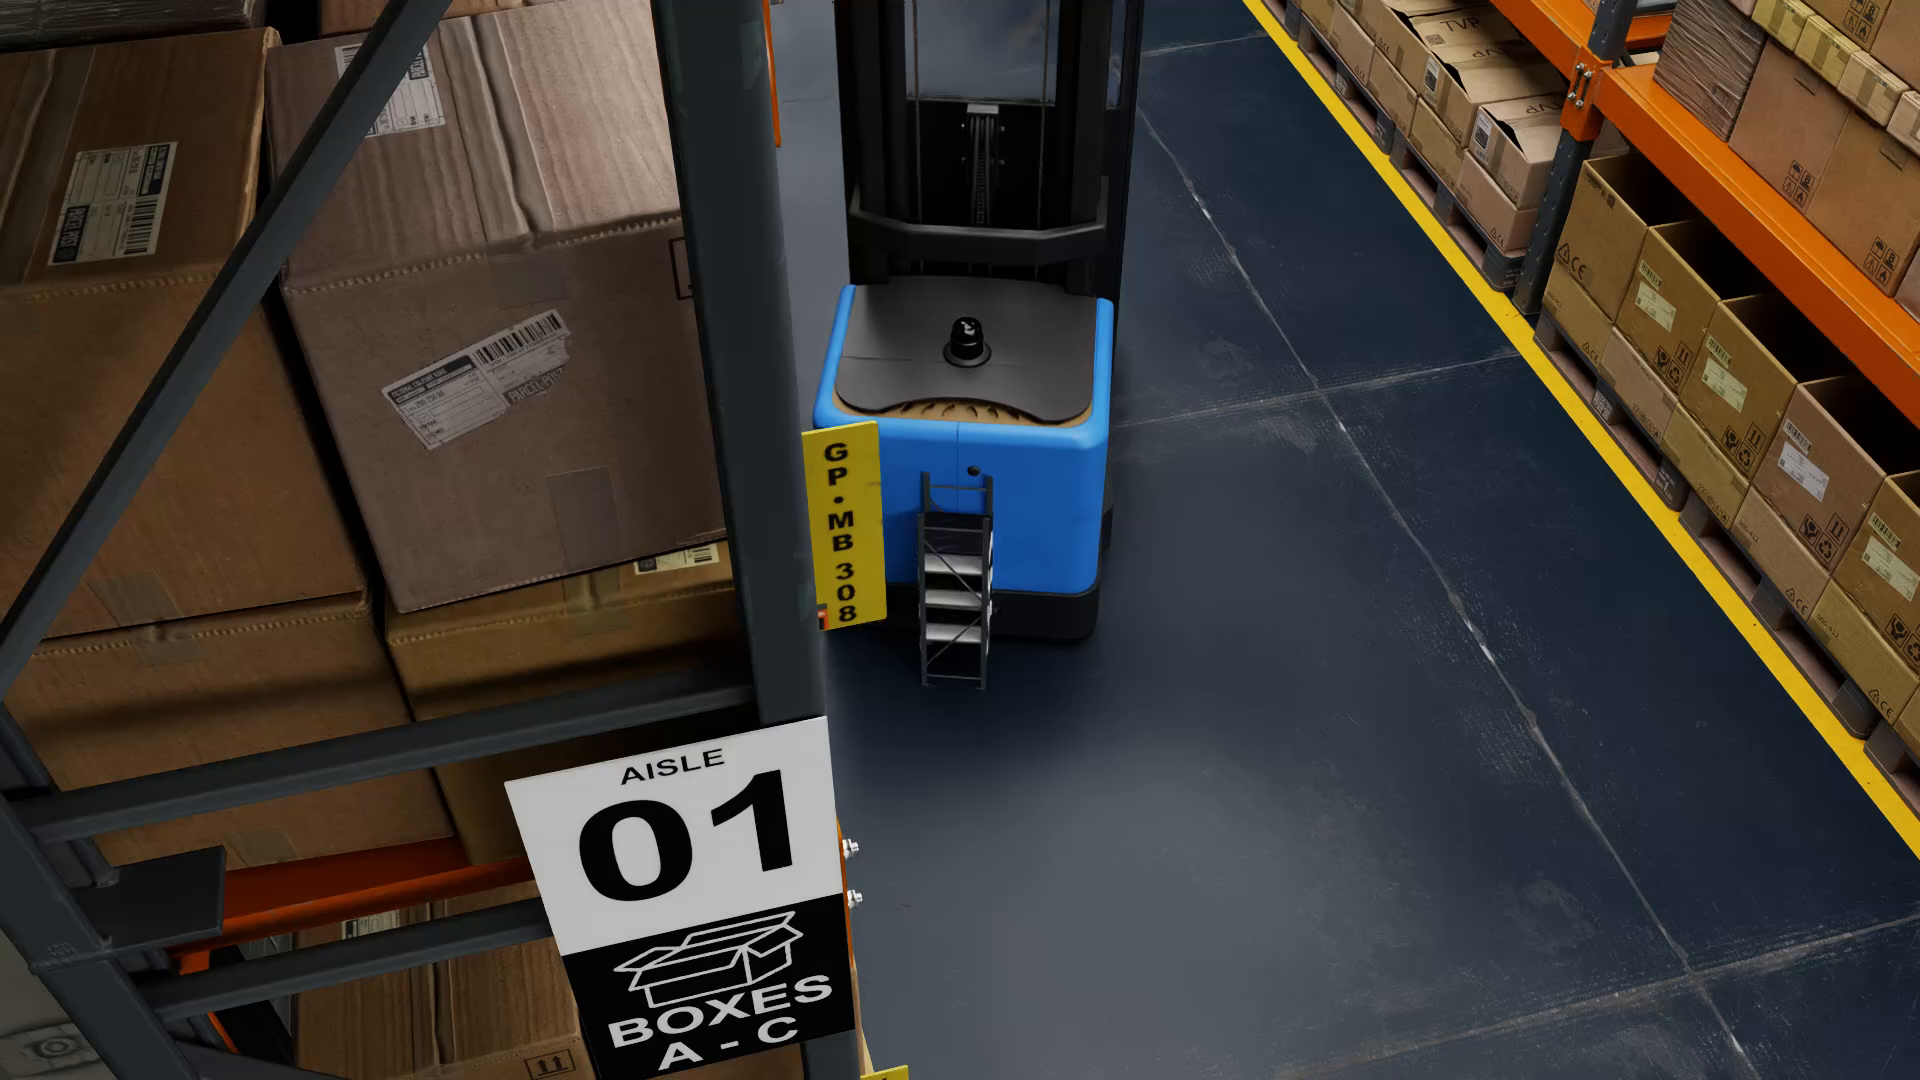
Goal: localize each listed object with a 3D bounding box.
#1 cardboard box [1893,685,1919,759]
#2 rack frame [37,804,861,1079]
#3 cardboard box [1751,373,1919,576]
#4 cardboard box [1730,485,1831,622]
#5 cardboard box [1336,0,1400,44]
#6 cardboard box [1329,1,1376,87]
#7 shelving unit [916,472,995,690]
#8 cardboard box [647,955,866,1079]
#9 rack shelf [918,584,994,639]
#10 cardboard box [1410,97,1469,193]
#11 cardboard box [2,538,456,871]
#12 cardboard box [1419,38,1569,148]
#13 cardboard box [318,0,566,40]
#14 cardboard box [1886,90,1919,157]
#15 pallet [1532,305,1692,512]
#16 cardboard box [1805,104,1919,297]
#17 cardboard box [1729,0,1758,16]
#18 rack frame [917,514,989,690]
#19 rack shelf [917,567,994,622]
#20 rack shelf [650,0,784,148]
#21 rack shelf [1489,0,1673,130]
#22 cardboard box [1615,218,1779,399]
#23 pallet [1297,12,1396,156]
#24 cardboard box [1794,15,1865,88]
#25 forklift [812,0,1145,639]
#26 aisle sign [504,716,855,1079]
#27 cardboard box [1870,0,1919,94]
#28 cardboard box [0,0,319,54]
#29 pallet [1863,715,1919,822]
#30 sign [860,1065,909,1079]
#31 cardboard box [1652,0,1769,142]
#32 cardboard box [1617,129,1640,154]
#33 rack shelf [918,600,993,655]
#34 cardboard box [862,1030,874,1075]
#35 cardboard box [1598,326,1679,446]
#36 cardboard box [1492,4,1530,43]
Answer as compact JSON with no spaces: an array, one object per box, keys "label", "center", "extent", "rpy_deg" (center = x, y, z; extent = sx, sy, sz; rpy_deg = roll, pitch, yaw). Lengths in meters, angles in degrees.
[{"label":"cardboard box","center":[3.561,0.694,5.601],"extent":[0.500,0.250,0.500],"rpy_deg":[-11,47,-10]},{"label":"rack frame","center":[-0.664,1.446,3.232],"extent":[1.000,3.000,0.127],"rpy_deg":[-11,47,-10]},{"label":"cardboard box","center":[3.302,-0.258,6.009],"extent":[0.500,0.500,0.500],"rpy_deg":[-11,47,-10]},{"label":"cardboard box","center":[3.305,0.004,6.277],"extent":[0.500,0.250,0.500],"rpy_deg":[-11,47,-10]},{"label":"cardboard box","center":[2.329,-2.882,8.713],"extent":[0.500,0.311,0.500],"rpy_deg":[-11,47,-11]},{"label":"cardboard box","center":[2.325,-2.696,8.923],"extent":[0.500,0.250,0.500],"rpy_deg":[-10,46,-10]},{"label":"shelving unit","center":[-0.014,0.164,5.960],"extent":[0.258,0.900,0.210],"rpy_deg":[4,46,4]},{"label":"cardboard box","center":[-0.496,0.845,3.388],"extent":[0.500,0.500,0.500],"rpy_deg":[-11,47,-10]},{"label":"rack shelf","center":[-0.014,0.250,6.048],"extent":[0.258,0.077,0.200],"rpy_deg":[4,46,4]},{"label":"cardboard box","center":[2.585,-1.991,8.232],"extent":[0.500,0.250,0.500],"rpy_deg":[-11,47,-11]},{"label":"cardboard box","center":[-1.016,0.113,2.355],"extent":[0.500,0.500,0.500],"rpy_deg":[-8,46,-7]},{"label":"cardboard box","center":[2.579,-2.190,8.034],"extent":[0.500,0.311,0.500],"rpy_deg":[-10,46,-9]},{"label":"cardboard box","center":[-0.608,-0.662,2.414],"extent":[0.500,0.500,0.500],"rpy_deg":[-11,47,-11]},{"label":"cardboard box","center":[3.315,-1.376,5.474],"extent":[0.380,0.149,0.250],"rpy_deg":[-12,47,-11]},{"label":"pallet","center":[3.263,-0.691,7.279],"extent":[1.003,0.211,1.213],"rpy_deg":[-11,47,-10]},{"label":"cardboard box","center":[3.485,-1.243,5.798],"extent":[0.700,0.500,0.500],"rpy_deg":[-10,46,-10]},{"label":"cardboard box","center":[3.045,-2.092,6.175],"extent":[0.380,0.149,0.250],"rpy_deg":[-10,46,-10]},{"label":"rack frame","center":[-0.023,0.236,5.889],"extent":[0.240,0.900,0.006],"rpy_deg":[4,46,4]},{"label":"rack shelf","center":[-0.014,0.187,5.983],"extent":[0.258,0.077,0.200],"rpy_deg":[4,46,4]},{"label":"rack shelf","center":[-1.176,-1.781,2.701],"extent":[1.077,0.370,4.000],"rpy_deg":[-11,47,-10]},{"label":"rack shelf","center":[2.587,-3.353,8.439],"extent":[1.077,0.370,4.000],"rpy_deg":[-11,47,-10]},{"label":"cardboard box","center":[3.051,-0.950,6.686],"extent":[0.500,0.500,0.500],"rpy_deg":[-11,47,-10]},{"label":"pallet","center":[2.557,-2.593,9.143],"extent":[1.003,0.211,1.213],"rpy_deg":[-11,47,-10]},{"label":"cardboard box","center":[3.182,-1.733,5.824],"extent":[0.380,0.149,0.250],"rpy_deg":[-11,47,-11]},{"label":"forklift","center":[0.124,-1.704,6.368],"extent":[1.130,2.935,3.031],"rpy_deg":[4,46,4]},{"label":"aisle sign","center":[-0.356,0.531,2.309],"extent":[0.394,0.787,0.004],"rpy_deg":[-11,47,-10]},{"label":"cardboard box","center":[3.477,-1.713,5.350],"extent":[0.700,0.500,0.500],"rpy_deg":[-11,47,-10]},{"label":"cardboard box","center":[-1.178,-0.620,2.373],"extent":[0.500,0.500,0.500],"rpy_deg":[-8,46,-8]},{"label":"pallet","center":[3.887,0.994,5.628],"extent":[1.003,0.211,1.213],"rpy_deg":[-11,47,-10]},{"label":"sign","center":[-0.140,1.044,3.021],"extent":[0.100,0.325,0.005],"rpy_deg":[-11,47,-10]},{"label":"cardboard box","center":[3.219,-1.953,6.494],"extent":[0.700,0.500,0.500],"rpy_deg":[-12,47,-11]},{"label":"cardboard box","center":[3.234,-1.935,7.785],"extent":[0.500,0.311,0.500],"rpy_deg":[-11,47,-10]},{"label":"rack shelf","center":[-0.014,0.313,6.112],"extent":[0.258,0.077,0.200],"rpy_deg":[4,46,4]},{"label":"cardboard box","center":[-0.482,1.097,3.666],"extent":[0.500,0.250,0.500],"rpy_deg":[-12,47,-11]},{"label":"cardboard box","center":[3.048,-0.687,6.954],"extent":[0.500,0.250,0.500],"rpy_deg":[-11,47,-10]},{"label":"cardboard box","center":[2.978,-2.639,8.475],"extent":[0.500,0.311,0.500],"rpy_deg":[-12,47,-12]}]
